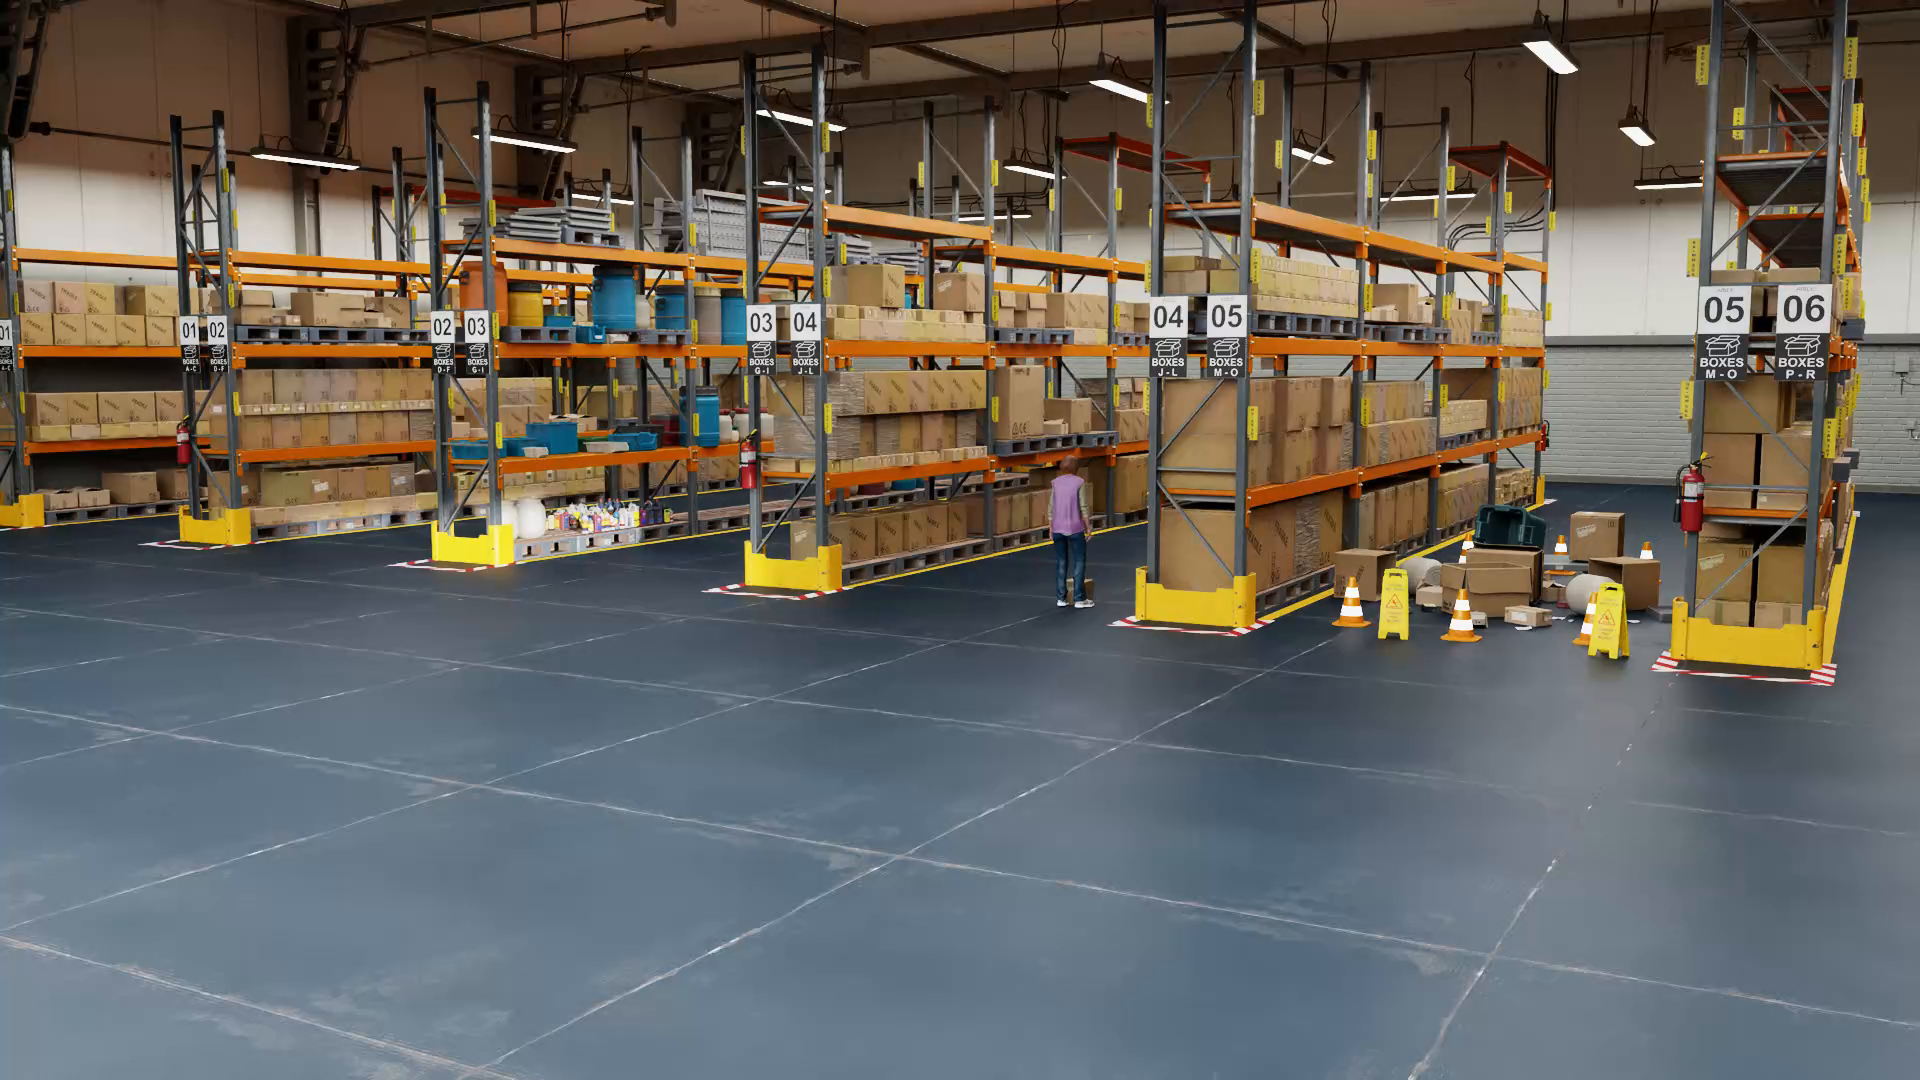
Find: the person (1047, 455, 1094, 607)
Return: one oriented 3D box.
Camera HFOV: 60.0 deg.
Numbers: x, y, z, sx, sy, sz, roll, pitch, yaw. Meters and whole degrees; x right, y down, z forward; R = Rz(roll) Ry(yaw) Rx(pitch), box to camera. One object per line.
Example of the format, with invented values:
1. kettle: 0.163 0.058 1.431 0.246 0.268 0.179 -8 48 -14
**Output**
1. person: 1.151 -0.084 17.425 0.479 1.576 0.368 3 7 27
